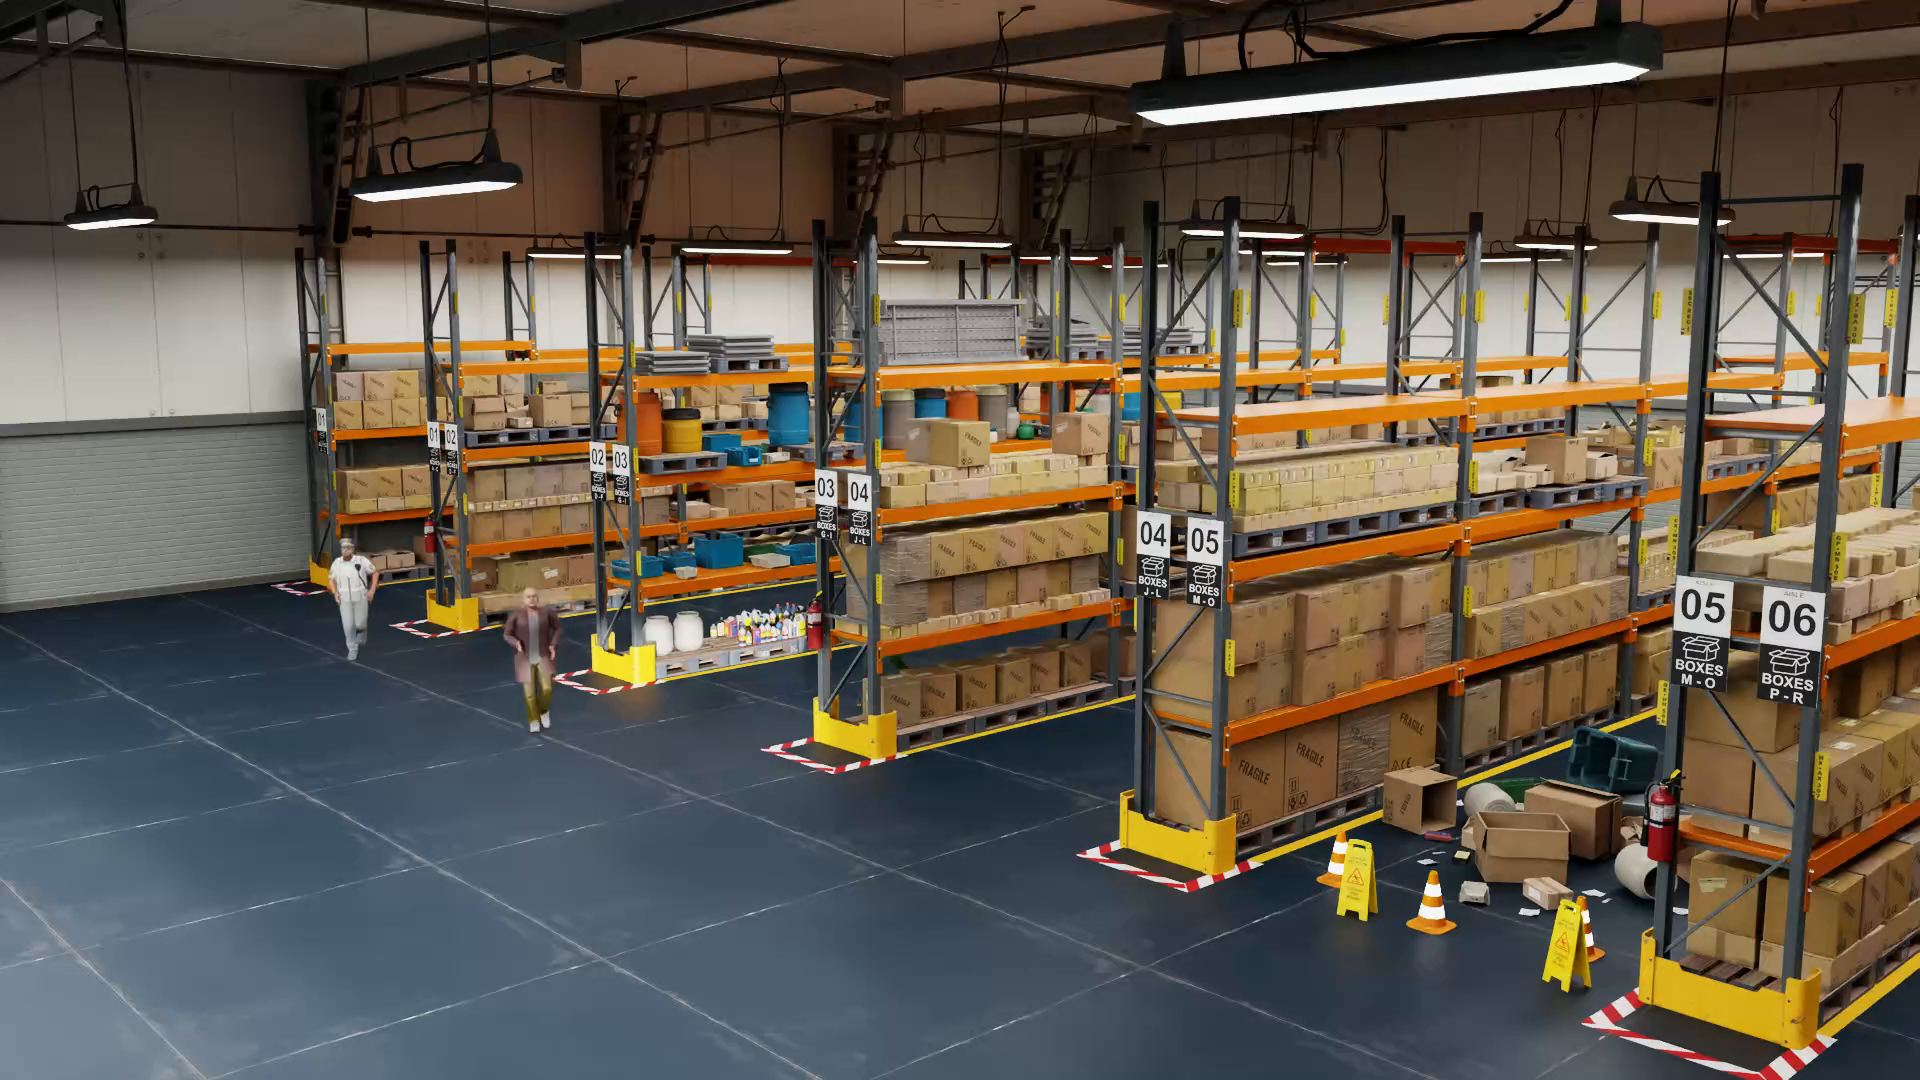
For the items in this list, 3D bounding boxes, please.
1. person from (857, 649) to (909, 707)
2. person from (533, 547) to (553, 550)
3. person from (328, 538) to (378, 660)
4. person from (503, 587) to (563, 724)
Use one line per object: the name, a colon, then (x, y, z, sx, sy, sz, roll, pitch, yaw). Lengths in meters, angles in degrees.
person: (-0.956, 1.168, 21.191, 0.651, 1.833, 0.846, 7, 11, 40)
person: (-7.268, 0.107, 28.820, 0.643, 1.682, 0.603, 8, 11, 43)
person: (-8.705, 0.825, 23.871, 0.679, 1.763, 0.647, -2, 9, -10)
person: (-5.021, 1.400, 19.632, 0.695, 1.670, 0.608, -3, 9, -17)
